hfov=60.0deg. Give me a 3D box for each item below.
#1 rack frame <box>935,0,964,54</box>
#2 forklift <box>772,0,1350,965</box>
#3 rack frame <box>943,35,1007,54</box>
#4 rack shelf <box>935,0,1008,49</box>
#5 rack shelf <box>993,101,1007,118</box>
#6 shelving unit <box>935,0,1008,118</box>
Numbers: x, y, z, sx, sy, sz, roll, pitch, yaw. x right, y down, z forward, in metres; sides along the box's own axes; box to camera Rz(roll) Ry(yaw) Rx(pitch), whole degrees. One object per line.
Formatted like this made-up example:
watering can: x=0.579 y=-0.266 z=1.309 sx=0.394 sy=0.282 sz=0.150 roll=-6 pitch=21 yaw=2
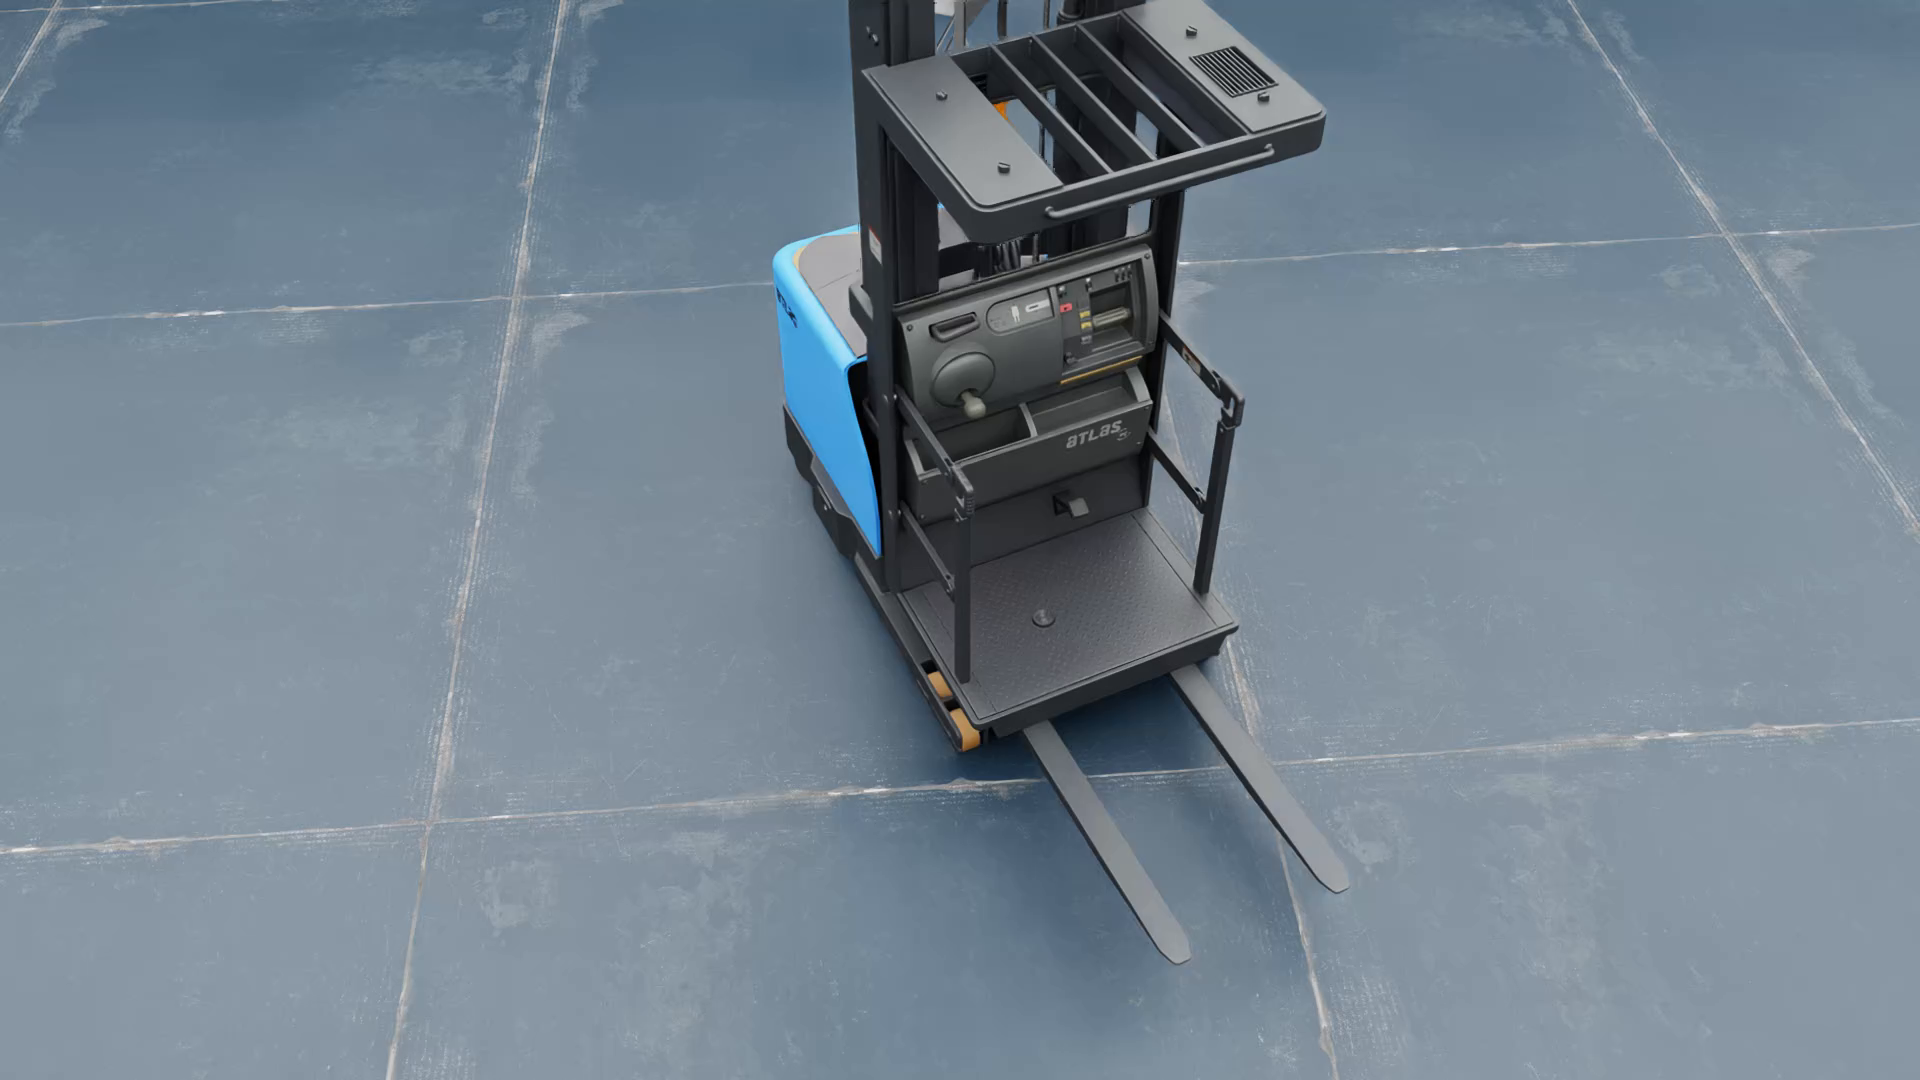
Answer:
rack frame: x=-0.173 y=-1.498 z=6.859 sx=0.400 sy=2.100 sz=0.015 roll=16 pitch=49 yaw=14
forklift: x=0.339 y=-0.596 z=5.433 sx=1.130 sy=2.935 sz=3.031 roll=-19 pitch=49 yaw=-17
rack frame: x=0.002 y=-1.829 z=7.172 sx=0.400 sy=2.100 sz=0.015 roll=16 pitch=49 yaw=14
rack shelf: x=-0.086 y=-2.135 z=6.517 sx=0.431 sy=0.518 sz=0.480 roll=16 pitch=49 yaw=14
rack shelf: x=-0.086 y=-1.654 z=7.026 sx=0.431 sy=0.518 sz=0.480 roll=16 pitch=49 yaw=14
shelving unit: x=-0.086 y=-1.663 z=7.016 sx=0.431 sy=2.100 sz=0.503 roll=16 pitch=49 yaw=14
